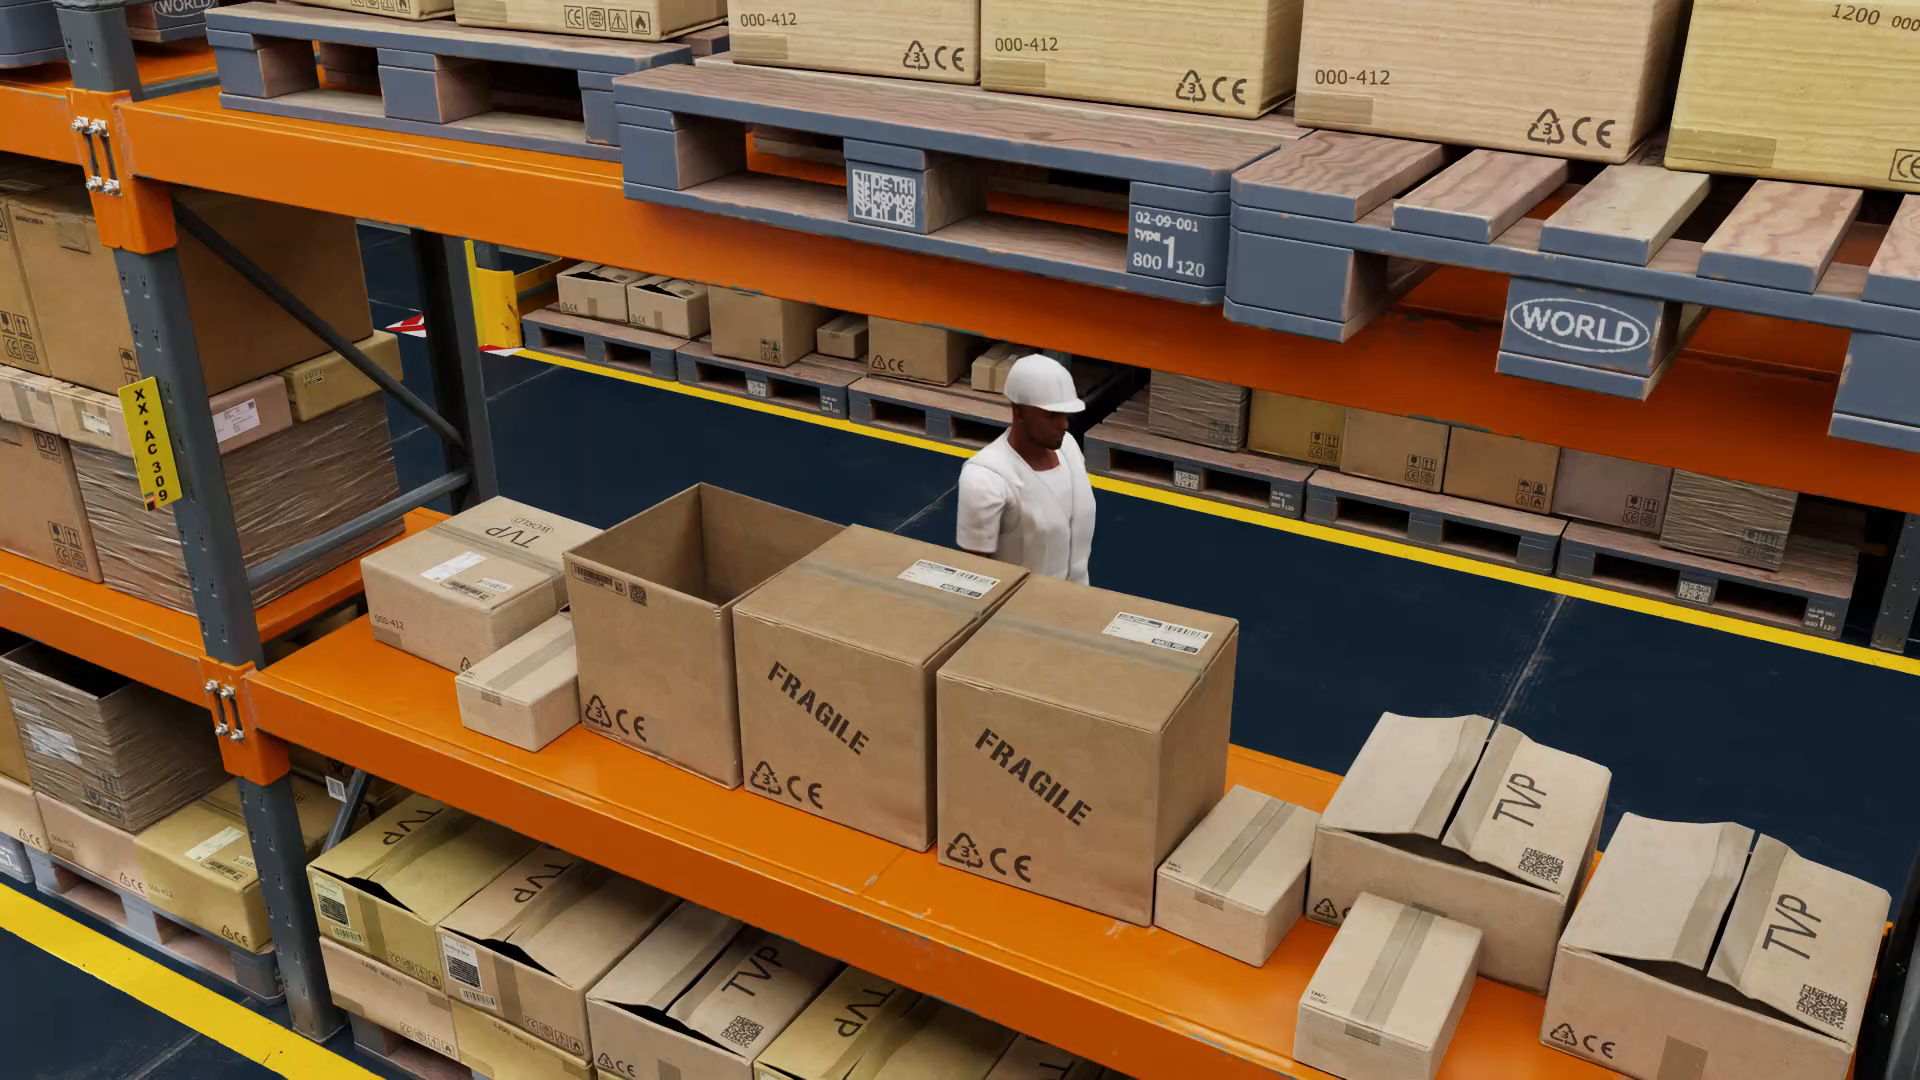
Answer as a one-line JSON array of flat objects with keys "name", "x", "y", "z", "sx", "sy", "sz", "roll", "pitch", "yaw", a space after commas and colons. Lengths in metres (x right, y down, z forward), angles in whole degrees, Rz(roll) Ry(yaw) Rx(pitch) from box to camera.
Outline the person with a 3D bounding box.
[{"name": "person", "x": 0.234, "y": 0.221, "z": 5.601, "sx": 0.479, "sy": 1.770, "sz": 0.583, "roll": 20, "pitch": 33, "yaw": 35}]
